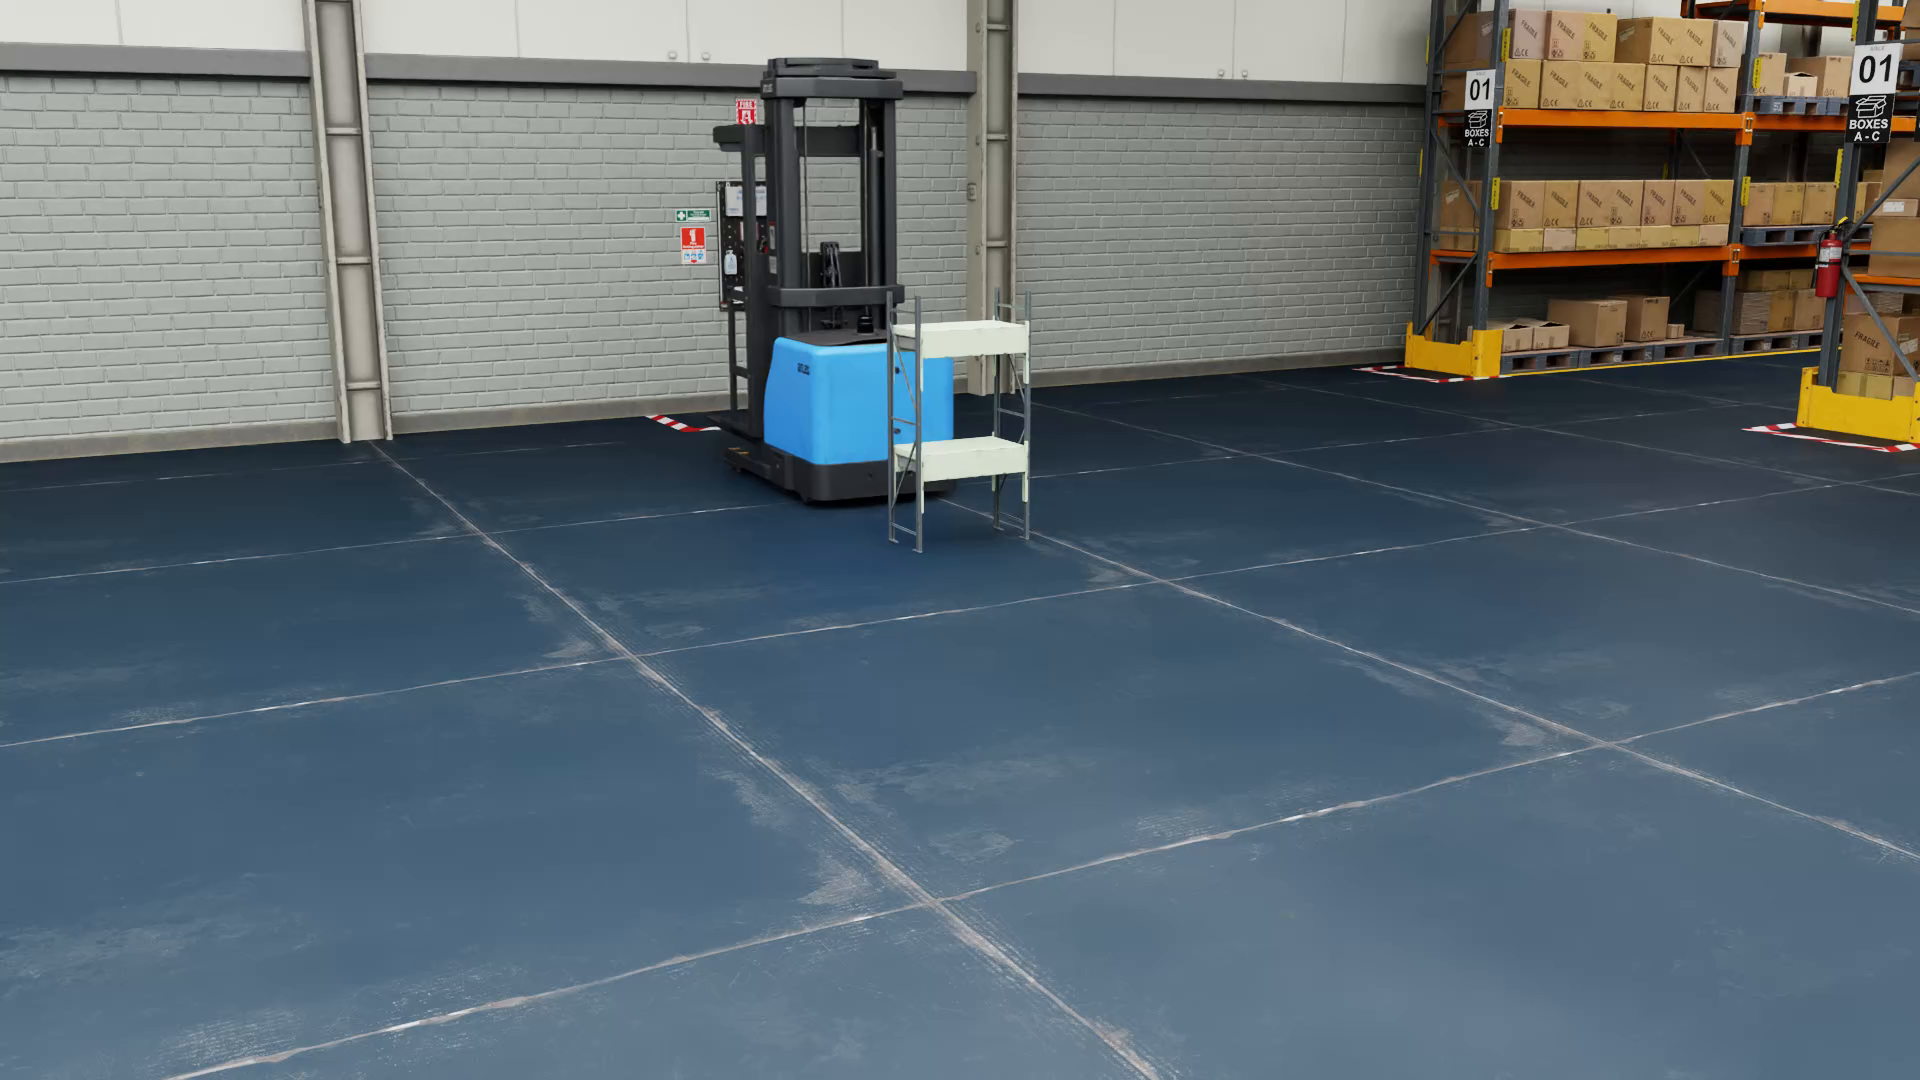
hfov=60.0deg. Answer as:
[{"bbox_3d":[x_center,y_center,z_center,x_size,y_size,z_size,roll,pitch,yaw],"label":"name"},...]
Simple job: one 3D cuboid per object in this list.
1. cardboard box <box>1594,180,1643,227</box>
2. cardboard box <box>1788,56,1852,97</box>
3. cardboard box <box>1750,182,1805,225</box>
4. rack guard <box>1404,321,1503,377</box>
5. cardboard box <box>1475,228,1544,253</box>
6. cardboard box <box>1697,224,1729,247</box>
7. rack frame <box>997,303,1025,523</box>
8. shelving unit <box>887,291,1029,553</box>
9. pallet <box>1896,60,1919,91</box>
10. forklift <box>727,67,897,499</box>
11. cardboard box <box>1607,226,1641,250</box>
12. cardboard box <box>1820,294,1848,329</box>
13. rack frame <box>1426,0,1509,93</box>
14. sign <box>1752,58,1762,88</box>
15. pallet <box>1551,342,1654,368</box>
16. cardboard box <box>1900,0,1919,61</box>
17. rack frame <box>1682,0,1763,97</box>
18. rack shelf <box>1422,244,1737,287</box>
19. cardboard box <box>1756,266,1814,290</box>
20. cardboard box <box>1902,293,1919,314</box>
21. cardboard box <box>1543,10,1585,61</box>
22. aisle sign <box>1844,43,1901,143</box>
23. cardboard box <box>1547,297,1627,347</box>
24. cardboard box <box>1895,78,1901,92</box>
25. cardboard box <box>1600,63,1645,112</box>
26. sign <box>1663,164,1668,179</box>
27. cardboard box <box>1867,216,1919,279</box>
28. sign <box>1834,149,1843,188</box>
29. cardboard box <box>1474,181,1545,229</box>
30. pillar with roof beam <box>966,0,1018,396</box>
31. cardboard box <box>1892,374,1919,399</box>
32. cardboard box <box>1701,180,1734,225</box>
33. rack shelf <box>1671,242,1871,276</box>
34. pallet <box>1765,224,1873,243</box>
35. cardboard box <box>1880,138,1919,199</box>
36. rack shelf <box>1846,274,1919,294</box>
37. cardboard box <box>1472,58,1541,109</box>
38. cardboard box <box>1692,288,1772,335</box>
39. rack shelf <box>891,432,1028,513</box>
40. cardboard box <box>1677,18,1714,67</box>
[{"bbox_3d":[7.282,-3.785,18.684,0.500,0.500,0.500,-6,14,-26],"label":"cardboard box"},{"bbox_3d":[10.488,-5.640,20.323,0.500,0.500,0.500,-7,15,-30],"label":"cardboard box"},{"bbox_3d":[9.844,-4.119,20.351,0.500,0.500,0.700,-5,14,-22],"label":"cardboard box"},{"bbox_3d":[5.443,-2.119,18.386,0.348,0.500,1.175,-7,14,-28],"label":"rack guard"},{"bbox_3d":[5.957,-3.257,18.047,0.500,0.250,0.500,-7,15,-29],"label":"cardboard box"},{"bbox_3d":[8.617,-3.580,19.480,0.500,0.250,0.500,-7,14,-28],"label":"cardboard box"},{"bbox_3d":[0.316,-0.769,10.111,0.010,1.308,0.380,-7,14,-28],"label":"rack frame"},{"bbox_3d":[-0.009,-0.731,9.940,0.748,1.500,0.431,-7,14,-28],"label":"shelving unit"},{"bbox_3d":[8.386,-3.866,13.825,1.213,0.211,1.003,-7,14,-28],"label":"pallet"},{"bbox_3d":[8.591,-0.277,4.808,12.119,2.867,22.805,-6,14,-25],"label":"forklift"},{"bbox_3d":[7.301,-3.420,18.769,0.500,0.250,0.500,-7,14,-27],"label":"cardboard box"},{"bbox_3d":[10.861,-2.992,21.263,0.500,0.500,0.700,-7,14,-28],"label":"cardboard box"},{"bbox_3d":[5.376,-6.257,17.418,0.127,3.000,1.000,-7,14,-28],"label":"rack frame"},{"bbox_3d":[9.154,-5.363,19.099,0.005,0.325,0.100,-7,14,-28],"label":"sign"},{"bbox_3d":[7.243,-2.184,19.334,1.213,0.211,1.003,-7,14,-28],"label":"pallet"},{"bbox_3d":[8.260,-4.223,13.699,0.637,0.503,0.797,-6,14,-24],"label":"cardboard box"},{"bbox_3d":[8.887,-6.678,19.288,0.127,3.000,1.000,-7,14,-28],"label":"rack frame"},{"bbox_3d":[7.132,-3.190,19.090,4.000,0.370,1.077,-7,14,-28],"label":"rack shelf"},{"bbox_3d":[10.365,-3.295,20.904,0.500,0.250,0.500,-7,15,-29],"label":"cardboard box"},{"bbox_3d":[13.107,-3.380,22.237,0.750,0.750,0.750,-7,14,-29],"label":"cardboard box"},{"bbox_3d":[6.295,-5.377,17.787,0.500,0.500,0.500,-7,14,-29],"label":"cardboard box"},{"bbox_3d":[7.555,-3.694,13.772,0.004,0.787,0.394,-7,14,-28],"label":"aisle sign"},{"bbox_3d":[7.195,-2.509,19.116,0.500,0.500,0.700,-8,15,-31],"label":"cardboard box"},{"bbox_3d":[11.656,-5.663,21.334,0.500,0.500,0.500,-7,14,-28],"label":"cardboard box"},{"bbox_3d":[7.192,-5.005,18.411,0.500,0.500,0.500,-6,14,-24],"label":"cardboard box"},{"bbox_3d":[8.618,-4.423,20.293,0.005,0.325,0.100,-7,14,-28],"label":"sign"},{"bbox_3d":[8.169,-2.472,14.033,0.500,0.500,0.700,-7,14,-28],"label":"cardboard box"},{"bbox_3d":[7.505,-3.163,14.154,0.005,0.325,0.100,-7,14,-28],"label":"sign"},{"bbox_3d":[5.939,-3.625,17.974,0.500,0.500,0.500,-7,14,-28],"label":"cardboard box"},{"bbox_3d":[2.373,-5.037,11.995,0.400,9.000,9.100,-7,14,-28],"label":"pillar with roof beam"},{"bbox_3d":[8.330,-1.253,14.152,0.500,0.250,0.500,-7,14,-28],"label":"cardboard box"},{"bbox_3d":[8.621,-3.944,19.392,0.500,0.500,0.500,-7,14,-28],"label":"cardboard box"},{"bbox_3d":[10.643,-3.611,20.960,4.000,0.370,1.077,-7,14,-28],"label":"rack shelf"},{"bbox_3d":[10.680,-3.862,20.877,1.213,0.211,1.003,-7,14,-28],"label":"pallet"},{"bbox_3d":[8.216,-3.110,13.915,0.500,0.500,0.700,-7,14,-28],"label":"cardboard box"},{"bbox_3d":[9.509,-2.331,14.829,3.809,0.124,0.919,-7,14,-28],"label":"rack shelf"},{"bbox_3d":[5.790,-4.839,17.676,0.500,0.500,0.500,-6,14,-26],"label":"cardboard box"},{"bbox_3d":[9.525,-2.827,20.531,0.500,0.500,0.700,-6,14,-26],"label":"cardboard box"},{"bbox_3d":[-0.006,-0.413,10.013,0.720,0.370,0.431,-7,14,-28],"label":"rack shelf"},{"bbox_3d":[8.099,-5.596,18.761,0.500,0.500,0.500,-6,14,-25],"label":"cardboard box"}]
